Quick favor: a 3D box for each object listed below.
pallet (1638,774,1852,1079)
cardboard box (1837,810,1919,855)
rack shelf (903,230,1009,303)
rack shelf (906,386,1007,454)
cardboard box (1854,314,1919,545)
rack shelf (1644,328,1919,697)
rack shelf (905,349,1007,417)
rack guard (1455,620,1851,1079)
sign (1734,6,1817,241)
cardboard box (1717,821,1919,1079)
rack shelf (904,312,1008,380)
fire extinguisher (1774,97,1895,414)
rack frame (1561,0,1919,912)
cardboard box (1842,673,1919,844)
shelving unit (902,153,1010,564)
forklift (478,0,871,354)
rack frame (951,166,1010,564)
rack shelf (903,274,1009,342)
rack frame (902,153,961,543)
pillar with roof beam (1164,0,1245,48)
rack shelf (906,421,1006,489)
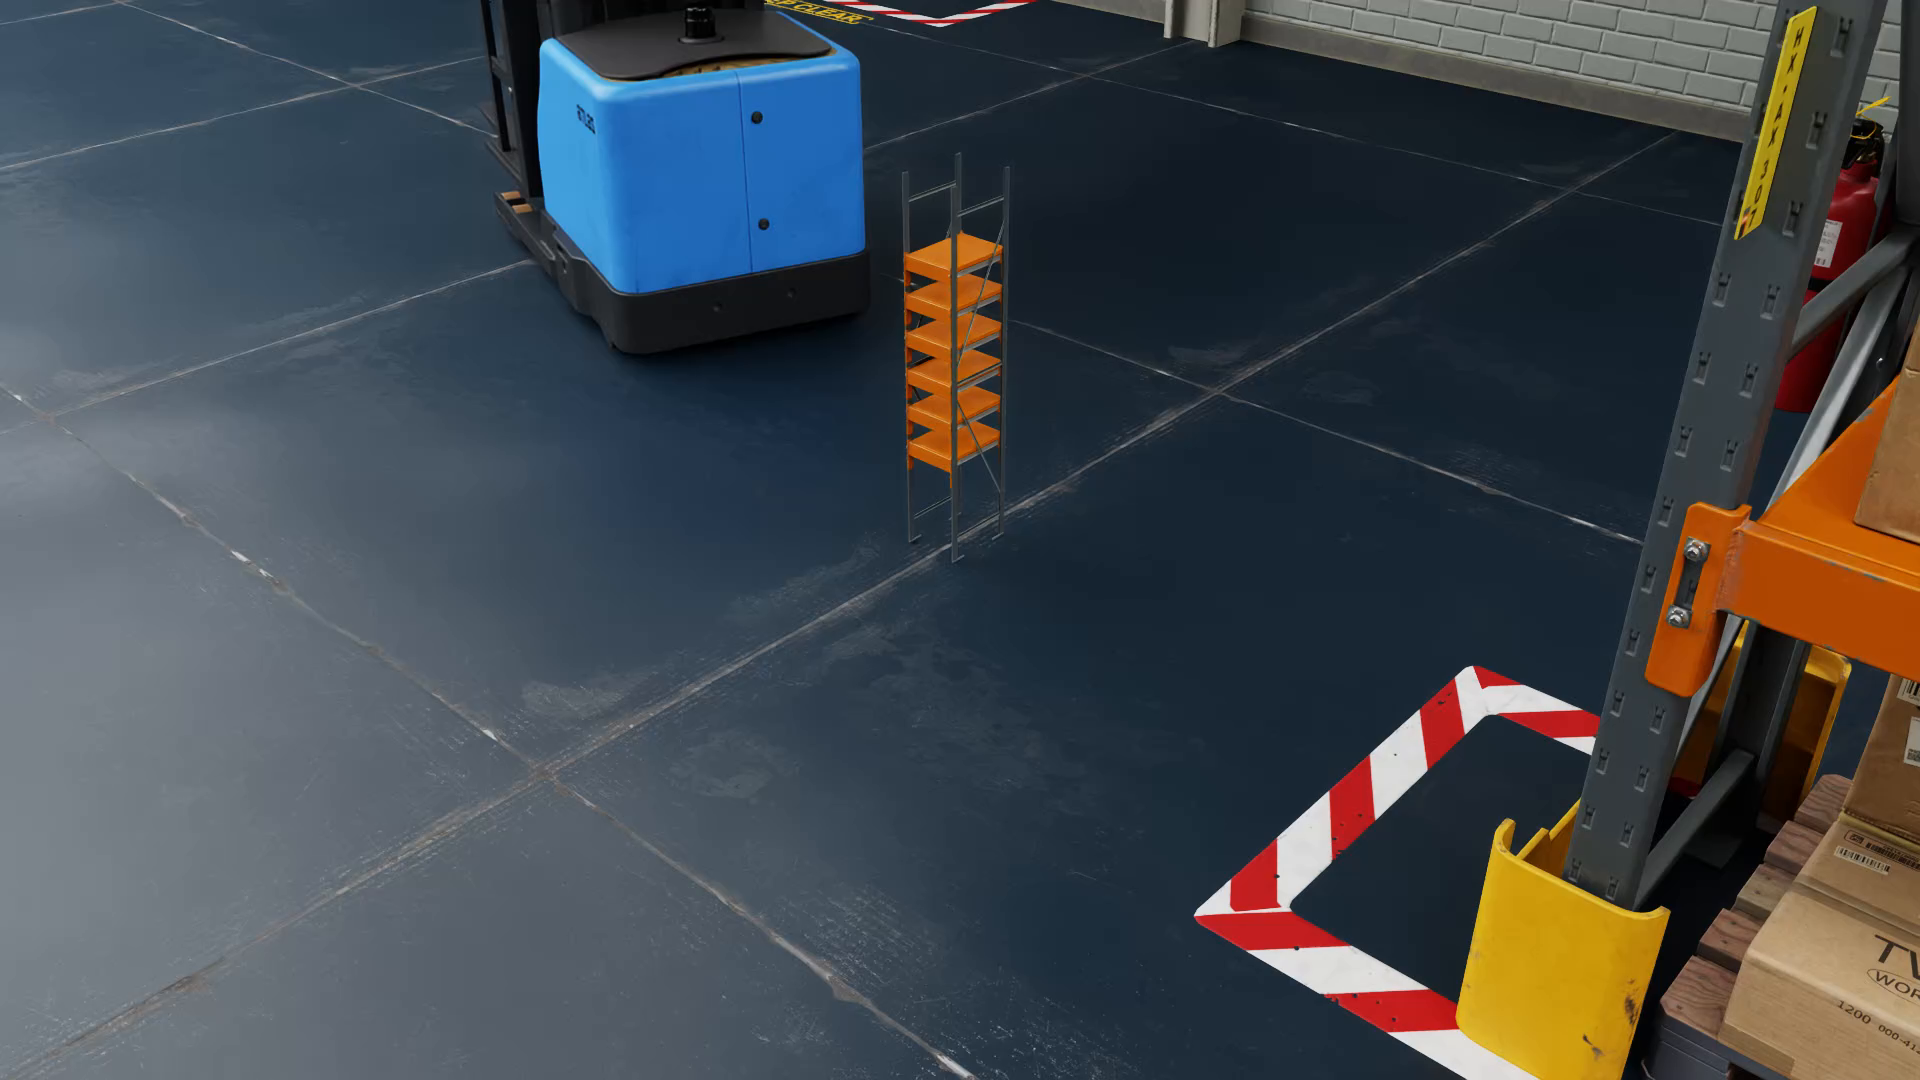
[{"bbox_3d":[2.163,1.033,3.329,1.213,0.211,1.003,25,39,35],"label":"pallet"},{"bbox_3d":[2.163,0.661,3.503,0.500,0.250,0.500,25,39,35],"label":"cardboard box"},{"bbox_3d":[-0.011,-0.789,4.786,0.180,0.103,0.258,25,39,35],"label":"rack shelf"},{"bbox_3d":[-0.011,-0.378,5.034,0.180,0.103,0.258,25,39,35],"label":"rack shelf"},{"bbox_3d":[1.905,-0.287,2.721,0.500,0.500,0.700,25,39,35],"label":"cardboard box"},{"bbox_3d":[3.050,0.590,2.059,4.000,0.370,1.077,25,39,35],"label":"rack shelf"},{"bbox_3d":[-0.011,-0.481,4.972,0.180,0.103,0.258,25,39,35],"label":"rack shelf"},{"bbox_3d":[1.550,0.652,3.682,0.348,0.500,1.175,25,39,35],"label":"rack guard"},{"bbox_3d":[1.191,-0.605,2.430,0.005,0.325,0.100,25,39,35],"label":"sign"},{"bbox_3d":[1.816,0.859,3.174,0.500,0.250,0.500,25,39,35],"label":"cardboard box"},{"bbox_3d":[-0.011,-0.584,4.910,0.180,0.103,0.258,25,39,35],"label":"rack shelf"},{"bbox_3d":[1.792,-0.596,3.406,0.183,0.674,0.296,25,39,35],"label":"fire extinguisher"},{"bbox_3d":[1.567,-0.410,3.023,0.127,3.000,1.000,25,39,35],"label":"rack frame"},{"bbox_3d":[2.165,0.338,3.311,0.500,0.500,0.500,25,39,35],"label":"cardboard box"},{"bbox_3d":[-0.011,-0.519,4.949,0.189,1.200,0.258,25,39,35],"label":"shelving unit"},{"bbox_3d":[-1.479,-2.693,6.882,1.130,2.935,3.031,-15,34,-23],"label":"forklift"},{"bbox_3d":[0.057,-0.487,4.896,0.006,1.200,0.240,25,39,35],"label":"rack frame"},{"bbox_3d":[-0.011,-0.687,4.848,0.180,0.103,0.258,25,39,35],"label":"rack shelf"},{"bbox_3d":[-0.079,-0.551,5.001,0.006,1.200,0.240,25,39,35],"label":"rack frame"},{"bbox_3d":[-1.349,-5.395,5.486,0.400,9.000,9.100,25,39,35],"label":"pillar with roof beam"},{"bbox_3d":[-0.011,-0.275,5.096,0.180,0.103,0.258,25,39,35],"label":"rack shelf"}]
